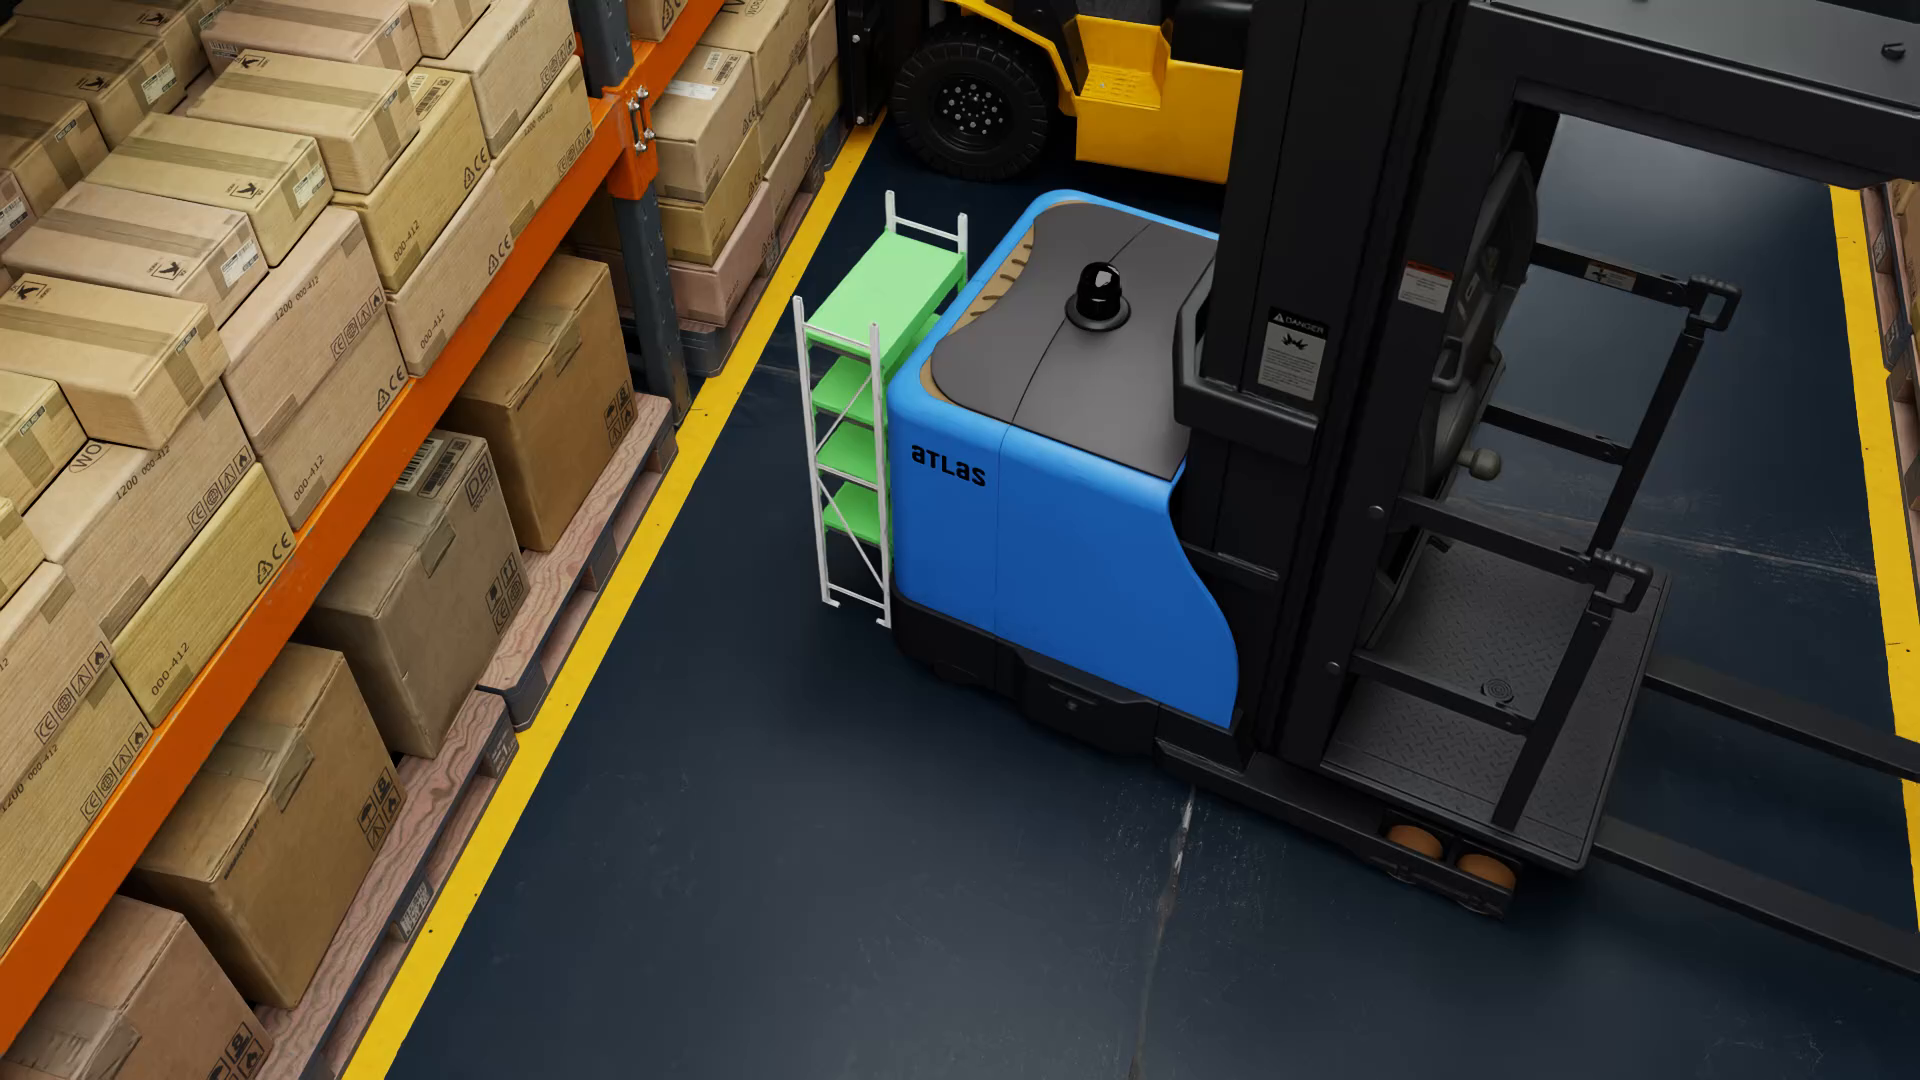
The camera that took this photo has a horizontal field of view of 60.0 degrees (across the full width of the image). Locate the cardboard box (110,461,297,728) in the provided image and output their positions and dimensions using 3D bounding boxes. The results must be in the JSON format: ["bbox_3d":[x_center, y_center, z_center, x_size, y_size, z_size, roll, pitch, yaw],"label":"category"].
[{"bbox_3d":[-1.705,0.049,3.306,0.500,0.250,0.500,13,50,11],"label":"cardboard box"}]

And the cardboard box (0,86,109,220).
[{"bbox_3d":[-2.033,-0.817,3.471,0.380,0.149,0.250,12,50,10],"label":"cardboard box"}]

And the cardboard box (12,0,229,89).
[{"bbox_3d":[-1.896,-1.181,3.792,0.380,0.149,0.250,11,50,10],"label":"cardboard box"}]

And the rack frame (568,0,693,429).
[{"bbox_3d":[-1.409,-1.509,4.581,1.000,3.000,0.127,12,50,10],"label":"rack frame"}]

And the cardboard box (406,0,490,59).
[{"bbox_3d":[-1.335,-1.276,3.876,0.380,0.149,0.250,11,49,9],"label":"cardboard box"}]

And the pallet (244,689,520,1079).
[{"bbox_3d":[-1.884,0.839,4.368,1.003,0.211,1.213,12,50,10],"label":"pallet"}]

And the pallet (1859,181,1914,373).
[{"bbox_3d":[3.843,-0.988,5.981,1.003,0.211,1.213,12,50,10],"label":"pallet"}]

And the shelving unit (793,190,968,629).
[{"bbox_3d":[-0.201,-0.338,4.748,0.258,1.200,0.503,21,52,17],"label":"shelving unit"}]

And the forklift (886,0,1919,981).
[{"bbox_3d":[1.347,-0.447,3.690,3.031,2.935,1.130,21,52,18],"label":"forklift"}]

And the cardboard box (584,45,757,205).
[{"bbox_3d":[-0.979,-1.357,5.334,0.500,0.250,0.500,11,49,9],"label":"cardboard box"}]

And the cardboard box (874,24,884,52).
[{"bbox_3d":[-0.570,-2.131,6.684,0.500,0.250,0.500,13,50,11],"label":"cardboard box"}]

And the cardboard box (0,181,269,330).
[{"bbox_3d":[-1.592,-0.536,3.223,0.380,0.149,0.250,12,50,10],"label":"cardboard box"}]

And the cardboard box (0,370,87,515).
[{"bbox_3d":[-1.789,-0.179,2.908,0.380,0.149,0.250,12,50,10],"label":"cardboard box"}]

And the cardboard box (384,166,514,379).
[{"bbox_3d":[-1.416,-0.679,3.948,0.500,0.250,0.500,11,50,10],"label":"cardboard box"}]

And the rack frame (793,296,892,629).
[{"bbox_3d":[-0.311,-0.174,4.604,0.240,1.200,0.015,21,52,17],"label":"rack frame"}]

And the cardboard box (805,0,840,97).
[{"bbox_3d":[-0.710,-1.919,6.163,0.500,0.250,0.500,11,50,10],"label":"cardboard box"}]

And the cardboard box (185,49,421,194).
[{"bbox_3d":[-1.391,-0.893,3.538,0.380,0.149,0.250,10,49,9],"label":"cardboard box"}]

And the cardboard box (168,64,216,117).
[{"bbox_3d":[-1.932,-0.947,3.852,0.500,0.250,0.500,11,50,10],"label":"cardboard box"}]

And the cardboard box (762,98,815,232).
[{"bbox_3d":[-0.843,-1.393,6.033,0.500,0.250,0.500,11,49,9],"label":"cardboard box"}]

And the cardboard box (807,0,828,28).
[{"bbox_3d":[-0.715,-2.087,5.978,0.500,0.250,0.500,13,50,11],"label":"cardboard box"}]

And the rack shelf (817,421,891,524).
[{"bbox_3d":[-0.201,-0.295,4.796,0.258,0.148,0.480,21,52,17],"label":"rack shelf"}]

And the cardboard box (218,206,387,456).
[{"bbox_3d":[-1.560,-0.477,3.437,0.500,0.250,0.500,12,50,11],"label":"cardboard box"}]

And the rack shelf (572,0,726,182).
[{"bbox_3d":[-0.882,-2.718,6.128,1.077,0.370,4.000,12,50,10],"label":"rack shelf"}]

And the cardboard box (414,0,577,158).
[{"bbox_3d":[-1.291,-1.219,4.092,0.500,0.250,0.500,11,49,9],"label":"cardboard box"}]

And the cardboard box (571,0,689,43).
[{"bbox_3d":[-1.040,-1.812,4.782,0.500,0.500,0.500,10,49,9],"label":"cardboard box"}]

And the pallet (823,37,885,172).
[{"bbox_3d":[-0.840,-2.039,6.908,1.003,0.211,1.213,12,50,10],"label":"pallet"}]

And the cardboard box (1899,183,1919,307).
[{"bbox_3d":[3.546,-0.996,5.682,0.500,0.250,0.500,12,50,11],"label":"cardboard box"}]

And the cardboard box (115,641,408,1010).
[{"bbox_3d":[-1.943,0.621,4.005,0.875,0.625,0.625,10,49,8],"label":"cardboard box"}]

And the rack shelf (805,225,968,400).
[{"bbox_3d":[-0.201,-0.613,4.436,0.258,0.148,0.480,21,52,17],"label":"rack shelf"}]

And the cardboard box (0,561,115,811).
[{"bbox_3d":[-1.821,0.259,2.788,0.500,0.250,0.500,10,49,9],"label":"cardboard box"}]

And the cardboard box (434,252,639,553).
[{"bbox_3d":[-1.535,-0.483,4.979,0.875,0.625,0.625,14,50,12],"label":"cardboard box"}]

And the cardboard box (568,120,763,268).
[{"bbox_3d":[-0.984,-1.193,5.522,0.500,0.250,0.500,11,50,10],"label":"cardboard box"}]
